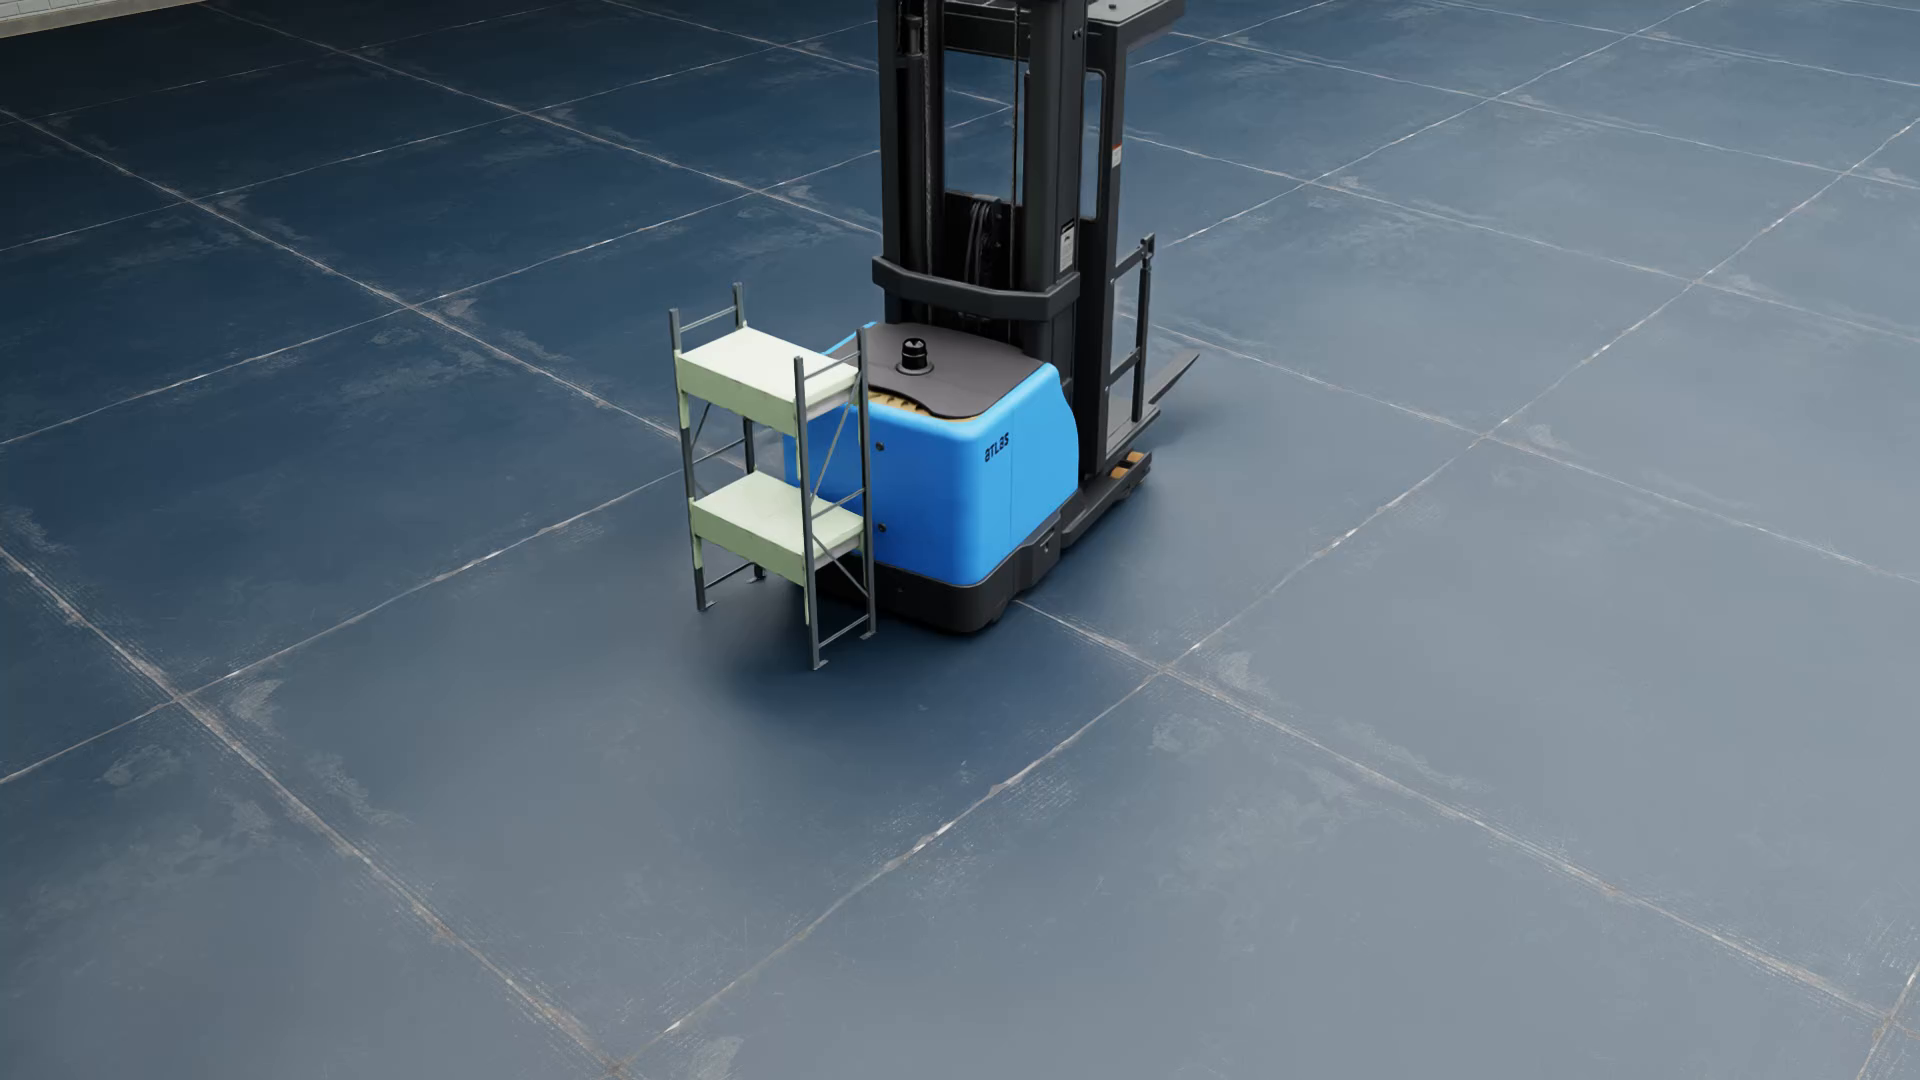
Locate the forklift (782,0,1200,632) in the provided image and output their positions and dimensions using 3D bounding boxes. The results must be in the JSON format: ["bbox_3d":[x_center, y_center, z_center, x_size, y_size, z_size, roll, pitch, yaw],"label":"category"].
[{"bbox_3d":[0.352,-1.573,8.022,1.130,2.935,3.031,16,35,25],"label":"forklift"}]

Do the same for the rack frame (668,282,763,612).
[{"bbox_3d":[-1.080,-0.391,7.445,0.023,1.500,0.400,23,38,33],"label":"rack frame"}]

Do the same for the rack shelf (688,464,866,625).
[{"bbox_3d":[-0.799,0.010,7.412,0.720,0.370,0.431,23,38,33],"label":"rack shelf"}]

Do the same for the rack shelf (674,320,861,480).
[{"bbox_3d":[-0.799,-0.604,7.042,0.720,0.370,0.431,23,38,33],"label":"rack shelf"}]

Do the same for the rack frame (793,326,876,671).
[{"bbox_3d":[-0.519,-0.148,7.042,0.023,1.500,0.400,23,38,33],"label":"rack frame"}]

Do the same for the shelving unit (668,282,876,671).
[{"bbox_3d":[-0.799,-0.270,7.244,0.755,1.500,0.431,23,38,33],"label":"shelving unit"}]
